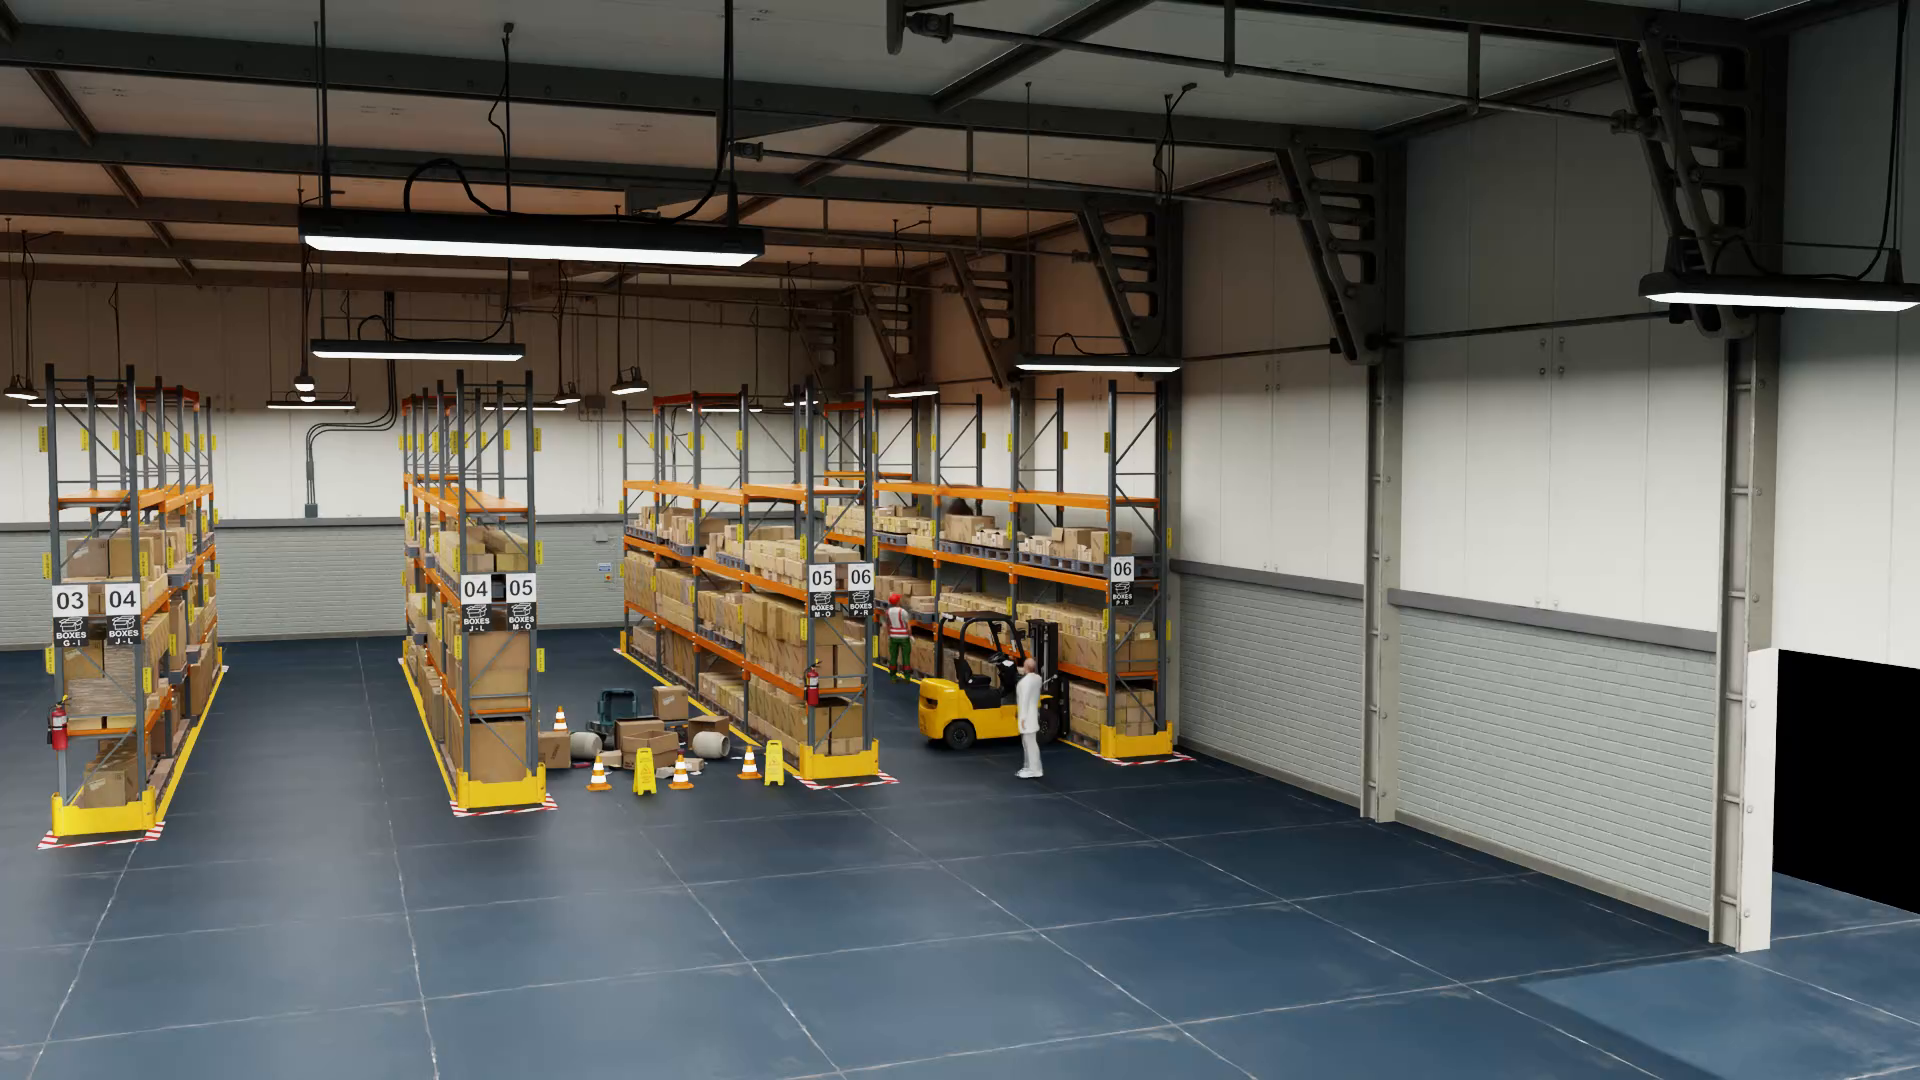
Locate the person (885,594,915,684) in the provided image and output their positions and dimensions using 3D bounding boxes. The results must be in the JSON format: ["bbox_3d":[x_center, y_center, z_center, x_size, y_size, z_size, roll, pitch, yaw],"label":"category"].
[{"bbox_3d":[-1.183,1.931,32.657,0.588,1.771,0.451,1,3,14],"label":"person"}]

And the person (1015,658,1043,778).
[{"bbox_3d":[1.039,2.663,24.919,0.426,1.816,0.673,0,3,7],"label":"person"}]

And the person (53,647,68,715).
[{"bbox_3d":[-16.262,2.400,30.221,0.412,1.681,0.476,2,4,26],"label":"person"}]
